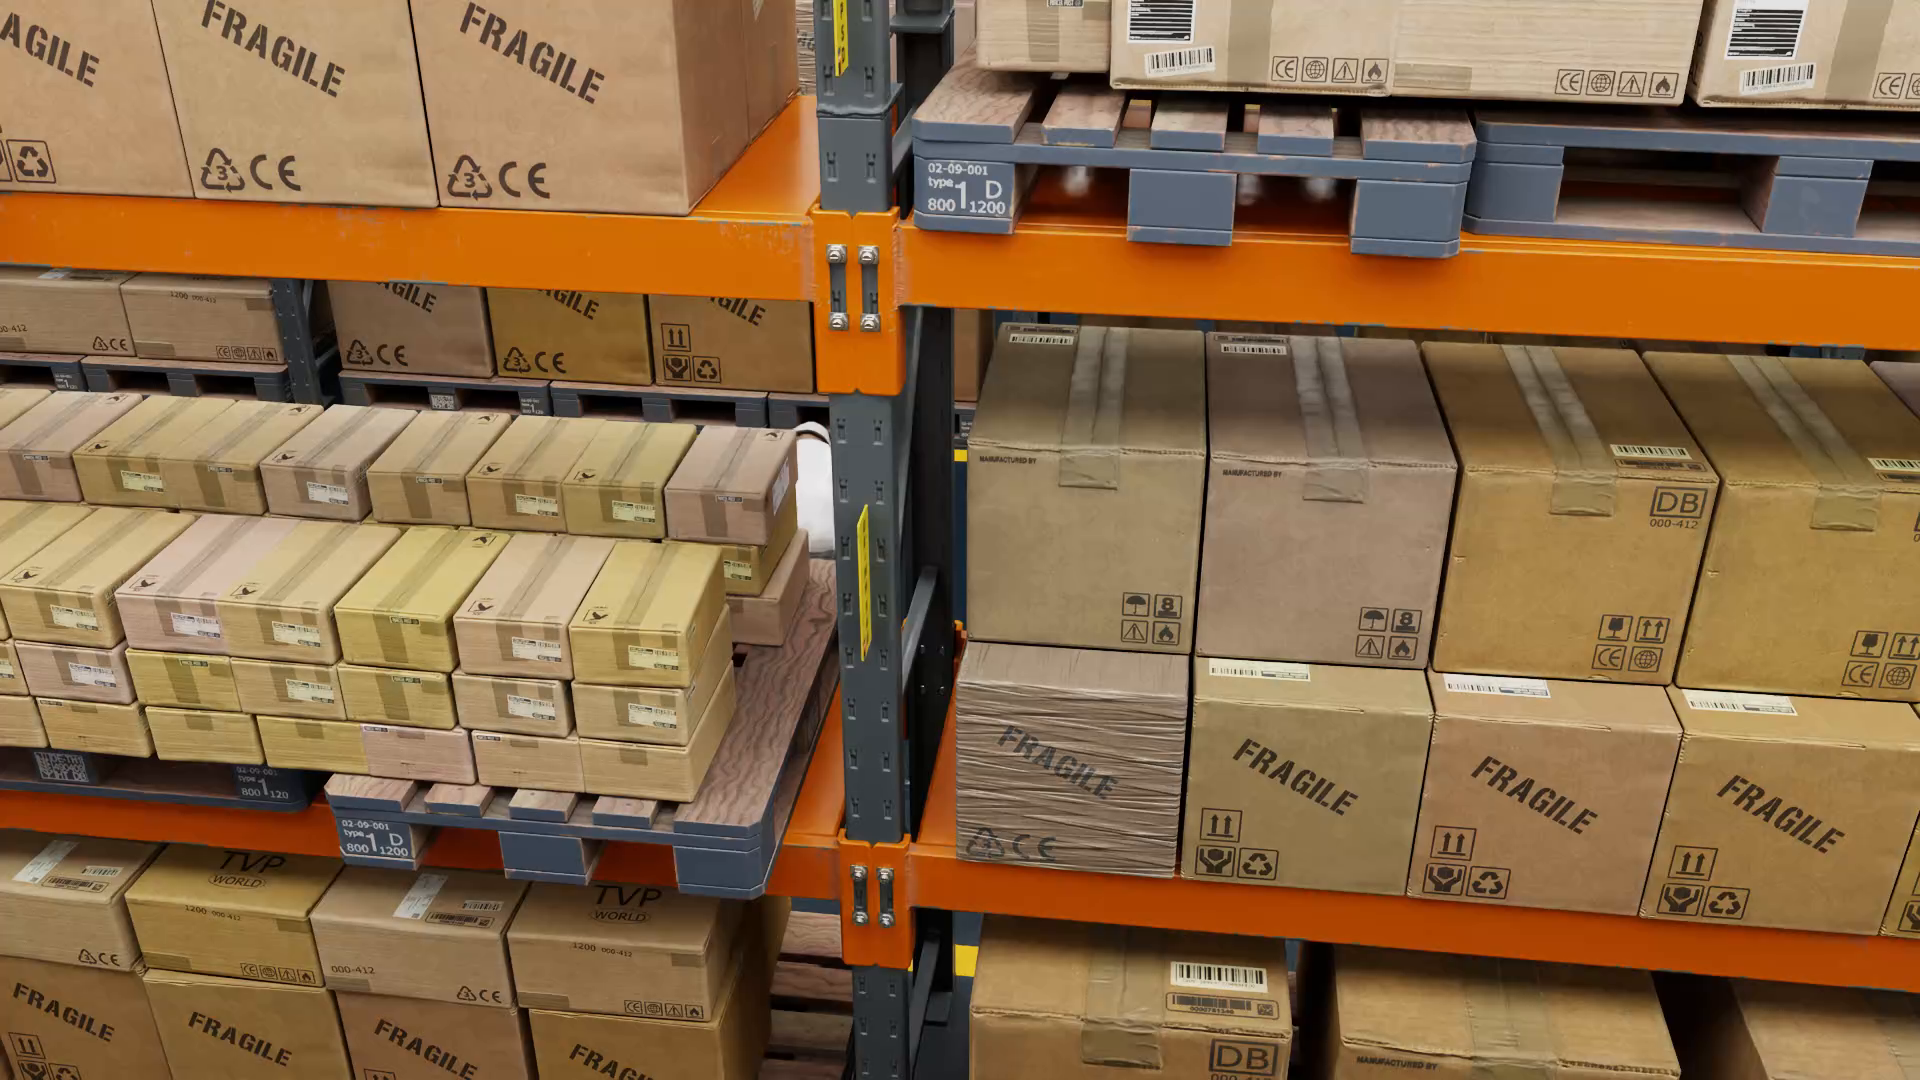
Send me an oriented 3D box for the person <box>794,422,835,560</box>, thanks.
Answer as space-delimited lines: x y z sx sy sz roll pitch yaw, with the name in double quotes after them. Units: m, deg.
-0.688 -0.013 7.131 0.518 0.850 0.980 2 28 5 "person"
